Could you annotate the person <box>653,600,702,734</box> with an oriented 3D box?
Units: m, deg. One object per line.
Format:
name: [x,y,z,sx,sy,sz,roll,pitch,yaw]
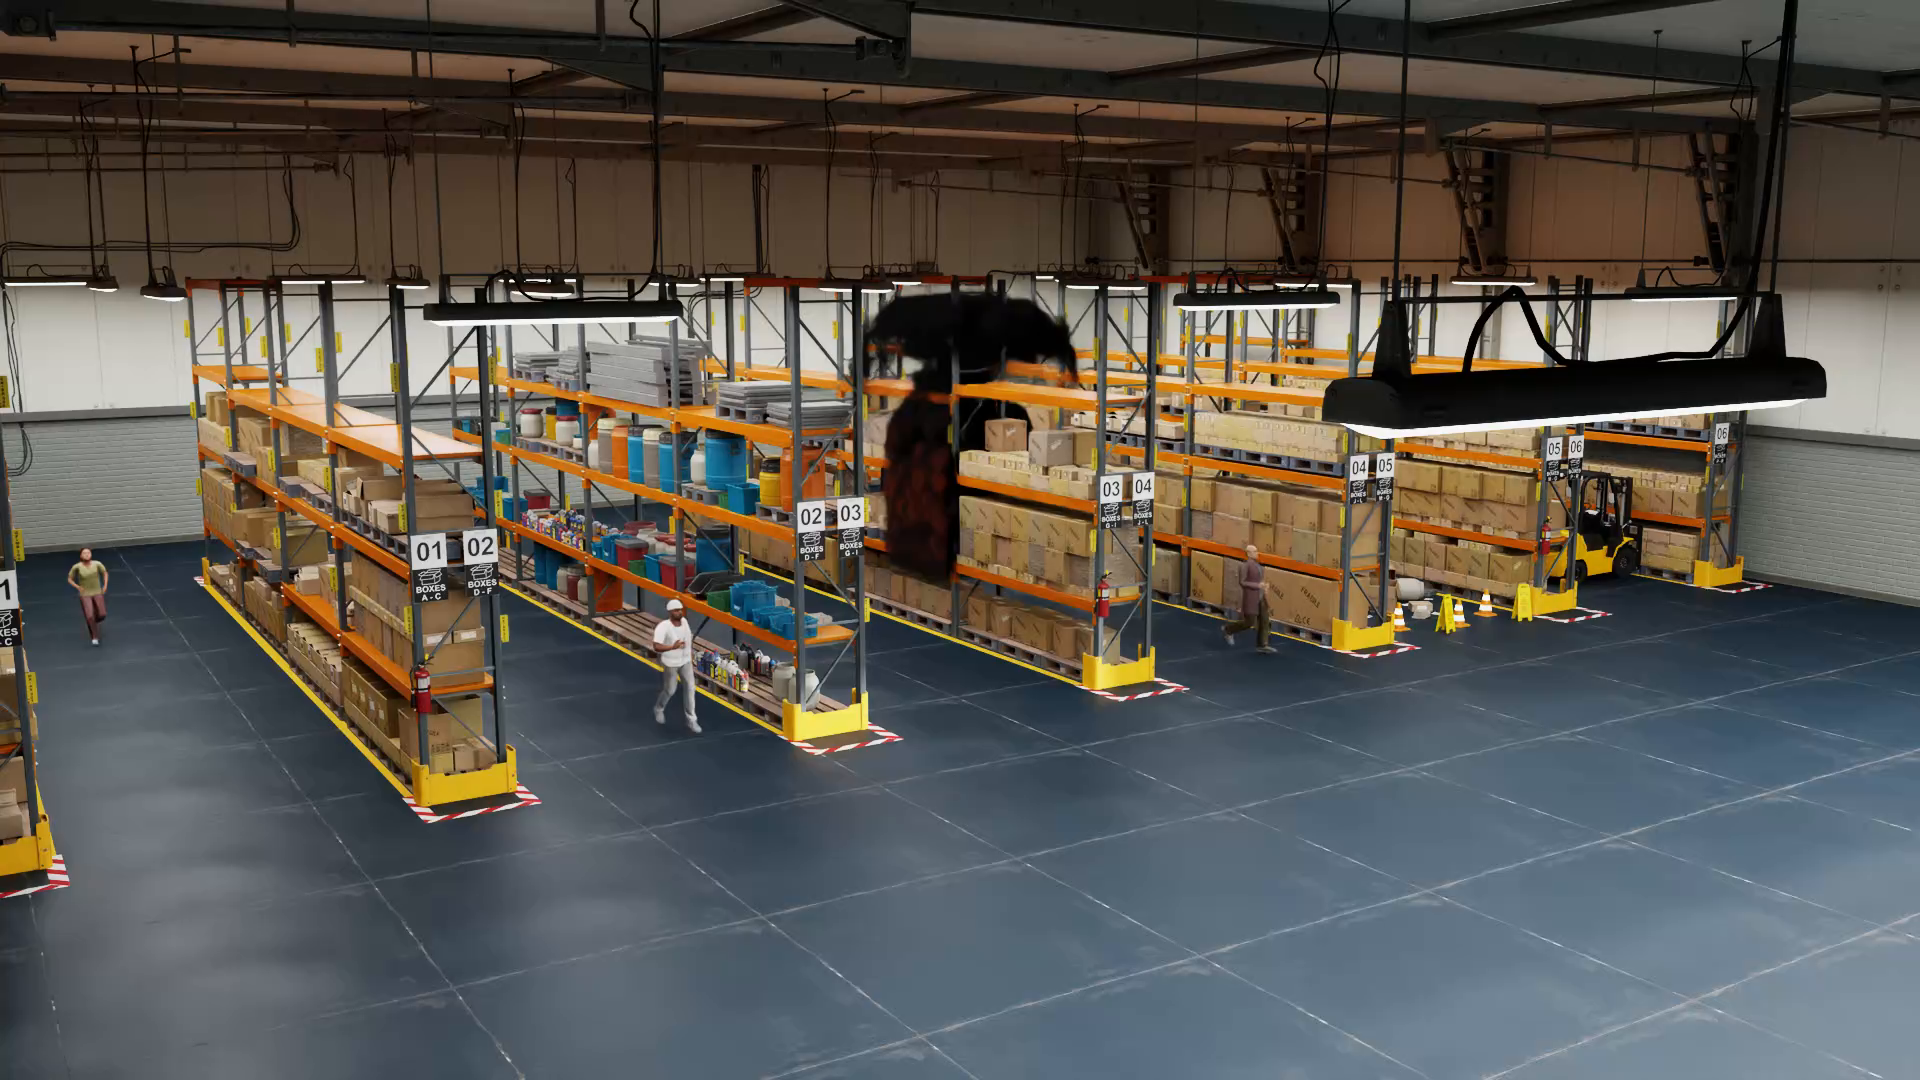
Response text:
person: [-3.858,1.685,22.543,0.899,1.792,0.741,9,13,43]

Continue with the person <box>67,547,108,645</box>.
person: [-14.521,0.911,27.749,0.620,1.626,0.568,-8,12,-38]

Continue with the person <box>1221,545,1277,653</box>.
person: [4.740,0.950,27.083,0.949,1.751,0.730,7,12,36]
